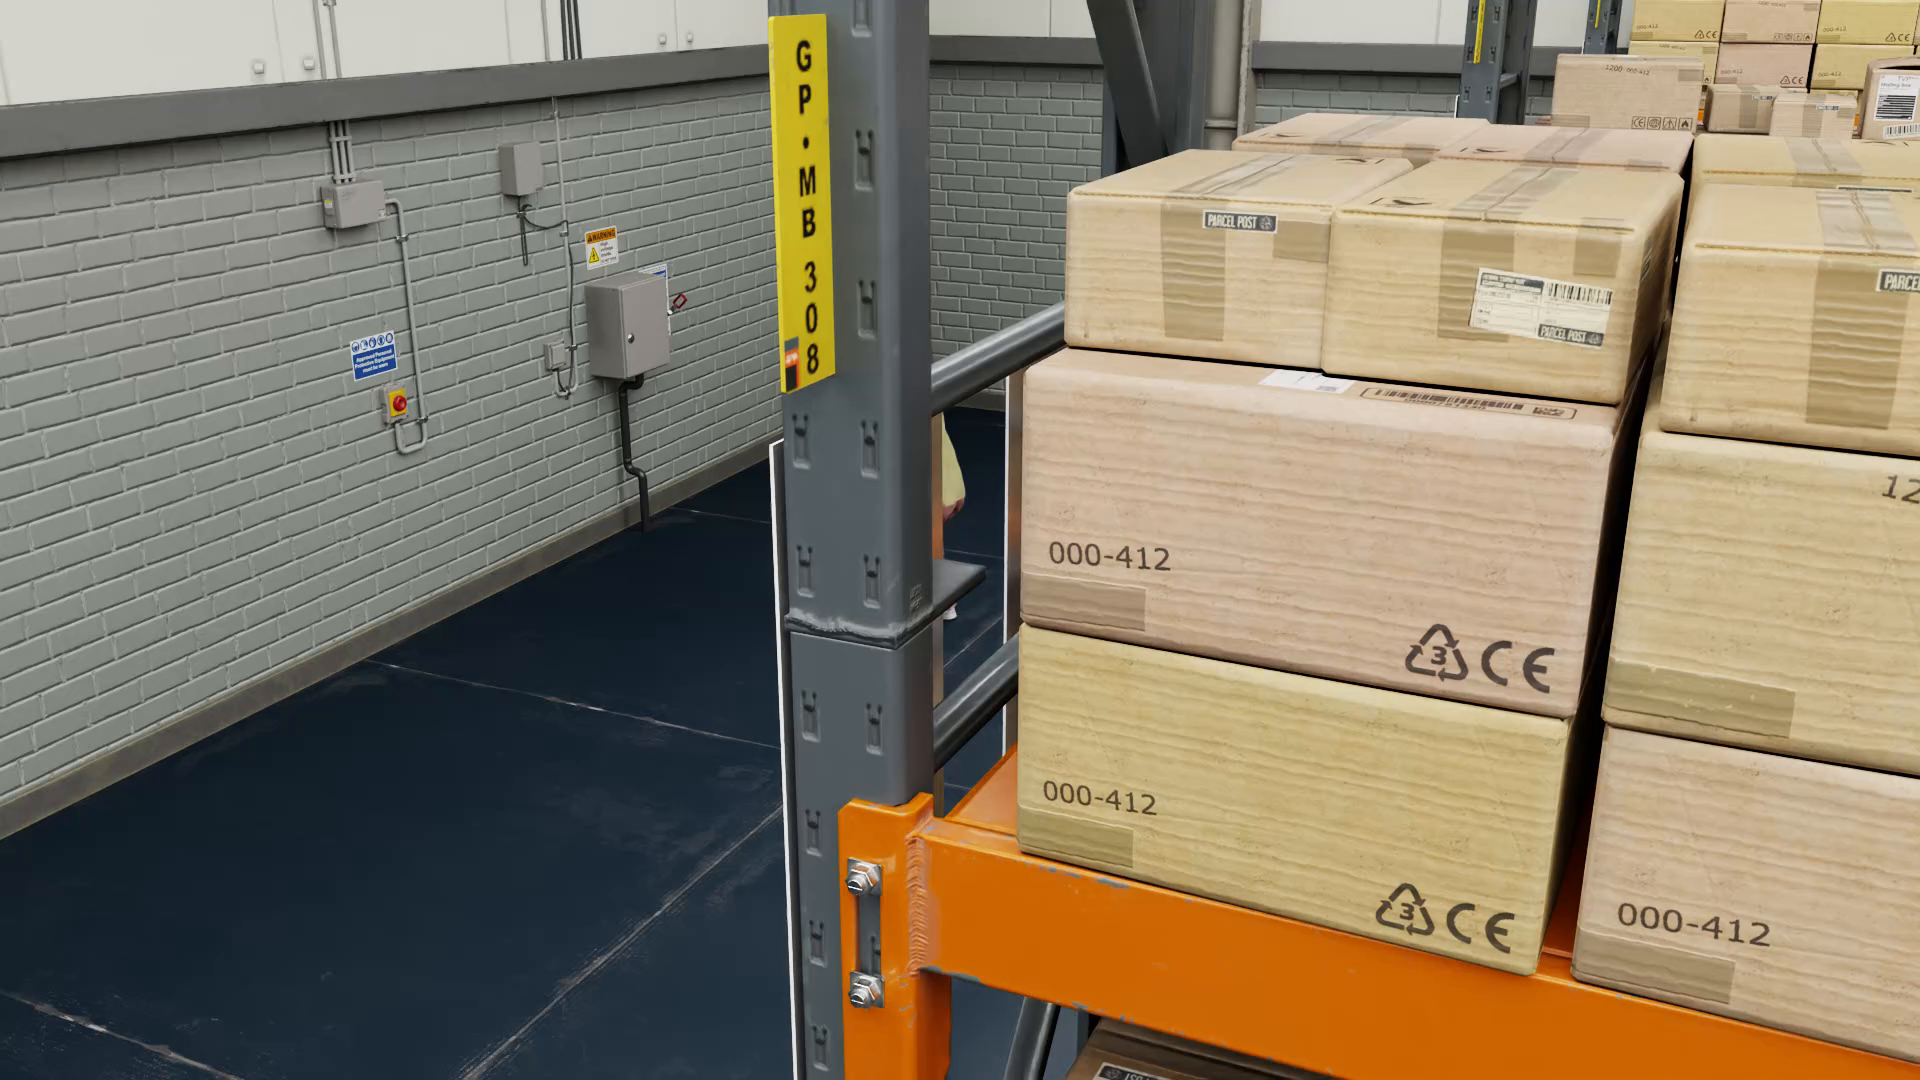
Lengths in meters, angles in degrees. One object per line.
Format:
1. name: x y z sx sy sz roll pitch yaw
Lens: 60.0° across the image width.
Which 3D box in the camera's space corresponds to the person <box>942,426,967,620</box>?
1. person: -0.258 -0.215 9.479 0.554 1.493 0.502 9 21 23
